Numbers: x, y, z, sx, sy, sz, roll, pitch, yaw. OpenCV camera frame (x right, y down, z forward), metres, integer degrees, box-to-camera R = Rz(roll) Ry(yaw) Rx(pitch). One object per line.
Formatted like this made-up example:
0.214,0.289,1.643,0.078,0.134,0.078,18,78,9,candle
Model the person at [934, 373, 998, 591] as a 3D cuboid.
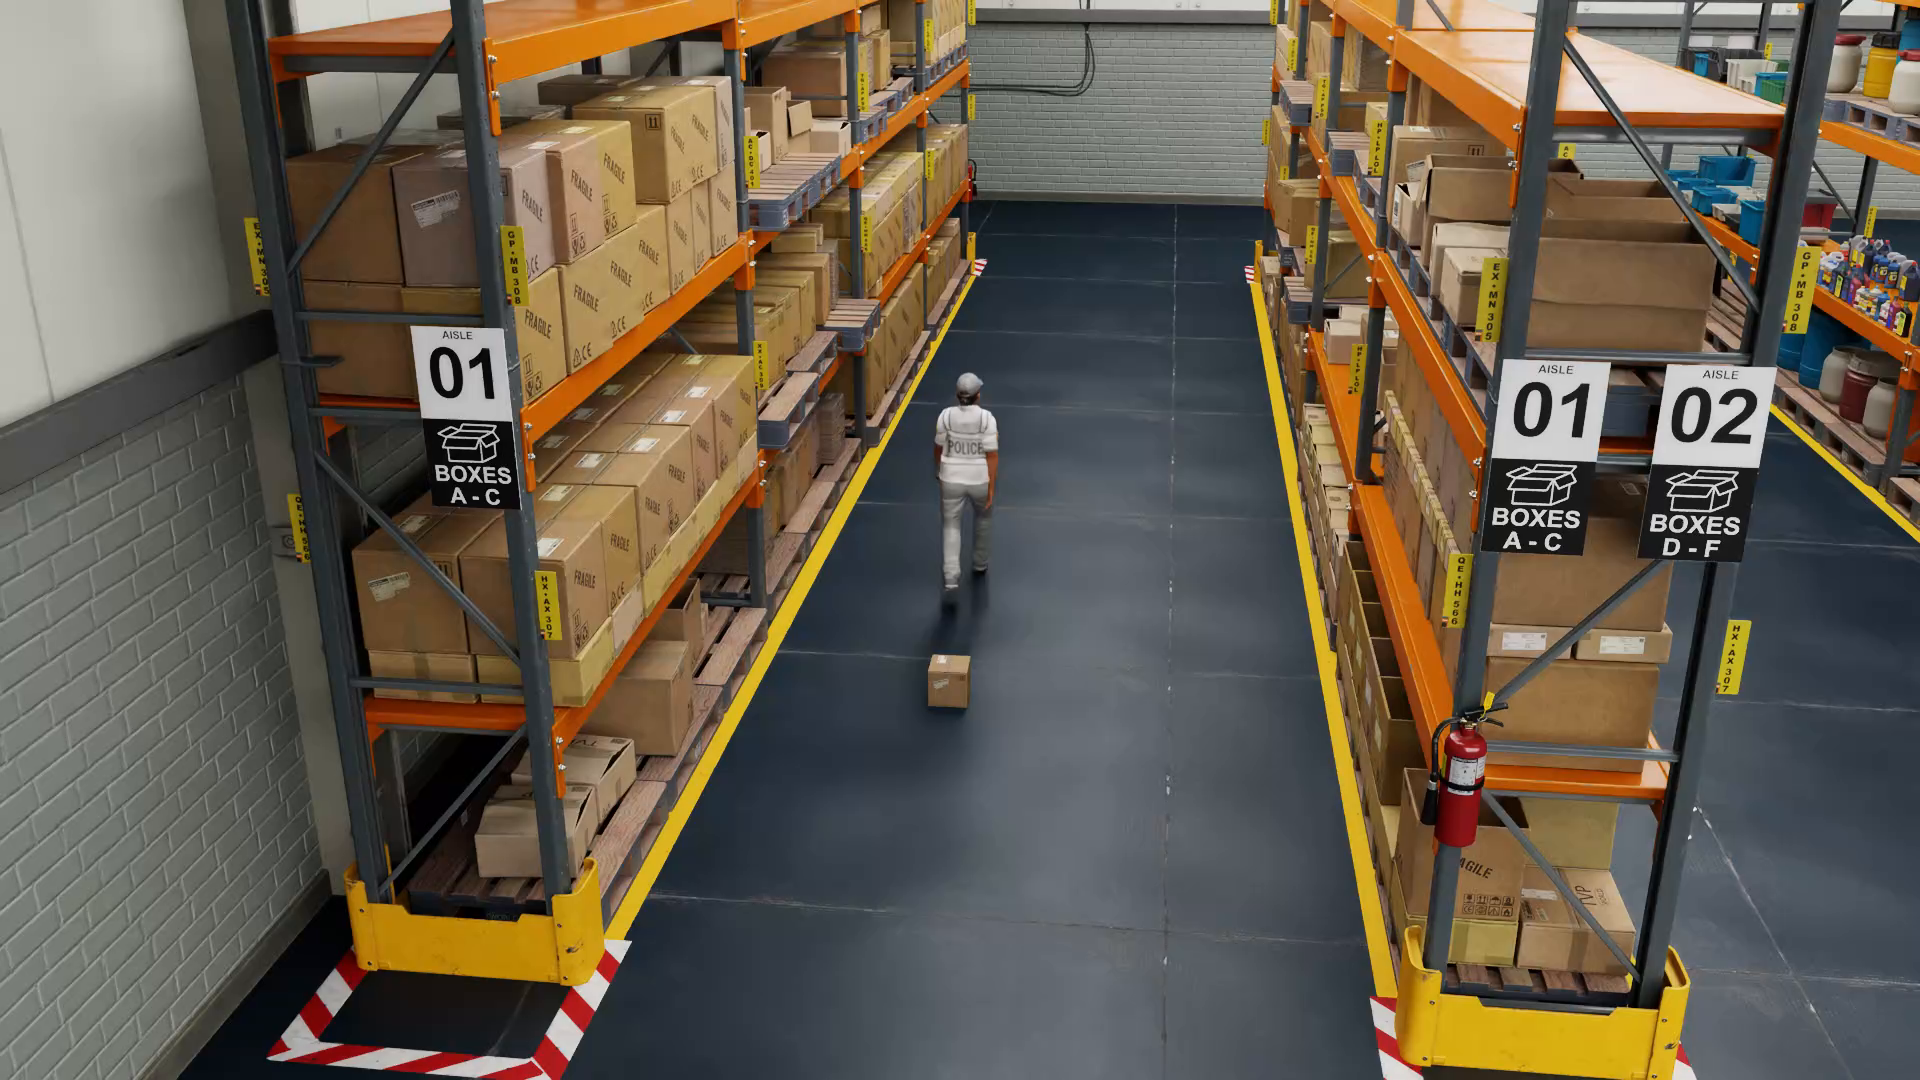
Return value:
0.044,-0.441,12.200,0.475,1.612,0.999,1,21,2,person
